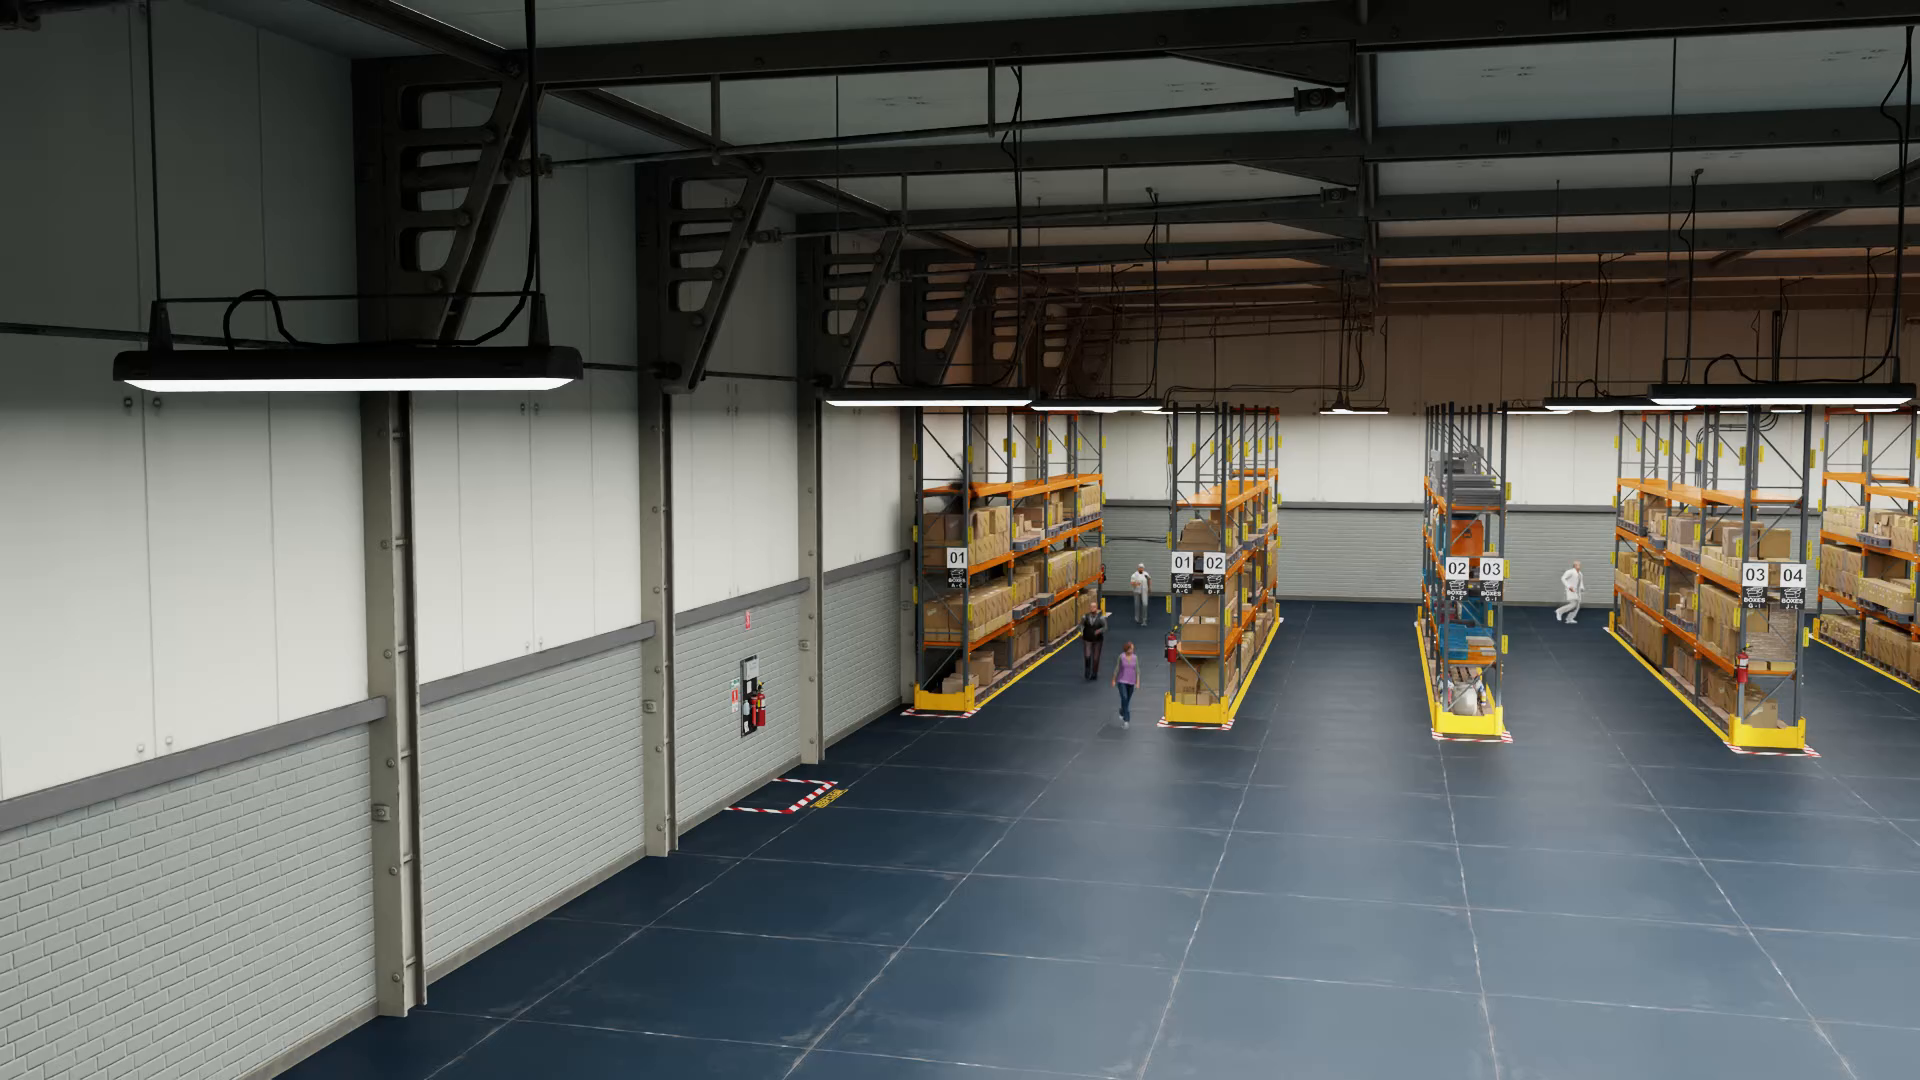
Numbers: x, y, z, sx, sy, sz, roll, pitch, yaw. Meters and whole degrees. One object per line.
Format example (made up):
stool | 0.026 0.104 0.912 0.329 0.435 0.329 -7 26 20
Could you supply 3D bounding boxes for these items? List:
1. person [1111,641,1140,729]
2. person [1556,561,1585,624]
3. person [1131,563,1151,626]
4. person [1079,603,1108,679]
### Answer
person | 3.107 2.658 30.921 0.476 1.556 0.900 -1 4 -16
person | 17.051 1.452 46.300 0.775 1.725 0.637 -3 5 -37
person | 5.001 1.496 46.016 0.581 1.725 0.841 0 4 2
person | 2.887 2.198 36.096 0.634 1.680 0.653 1 4 8
